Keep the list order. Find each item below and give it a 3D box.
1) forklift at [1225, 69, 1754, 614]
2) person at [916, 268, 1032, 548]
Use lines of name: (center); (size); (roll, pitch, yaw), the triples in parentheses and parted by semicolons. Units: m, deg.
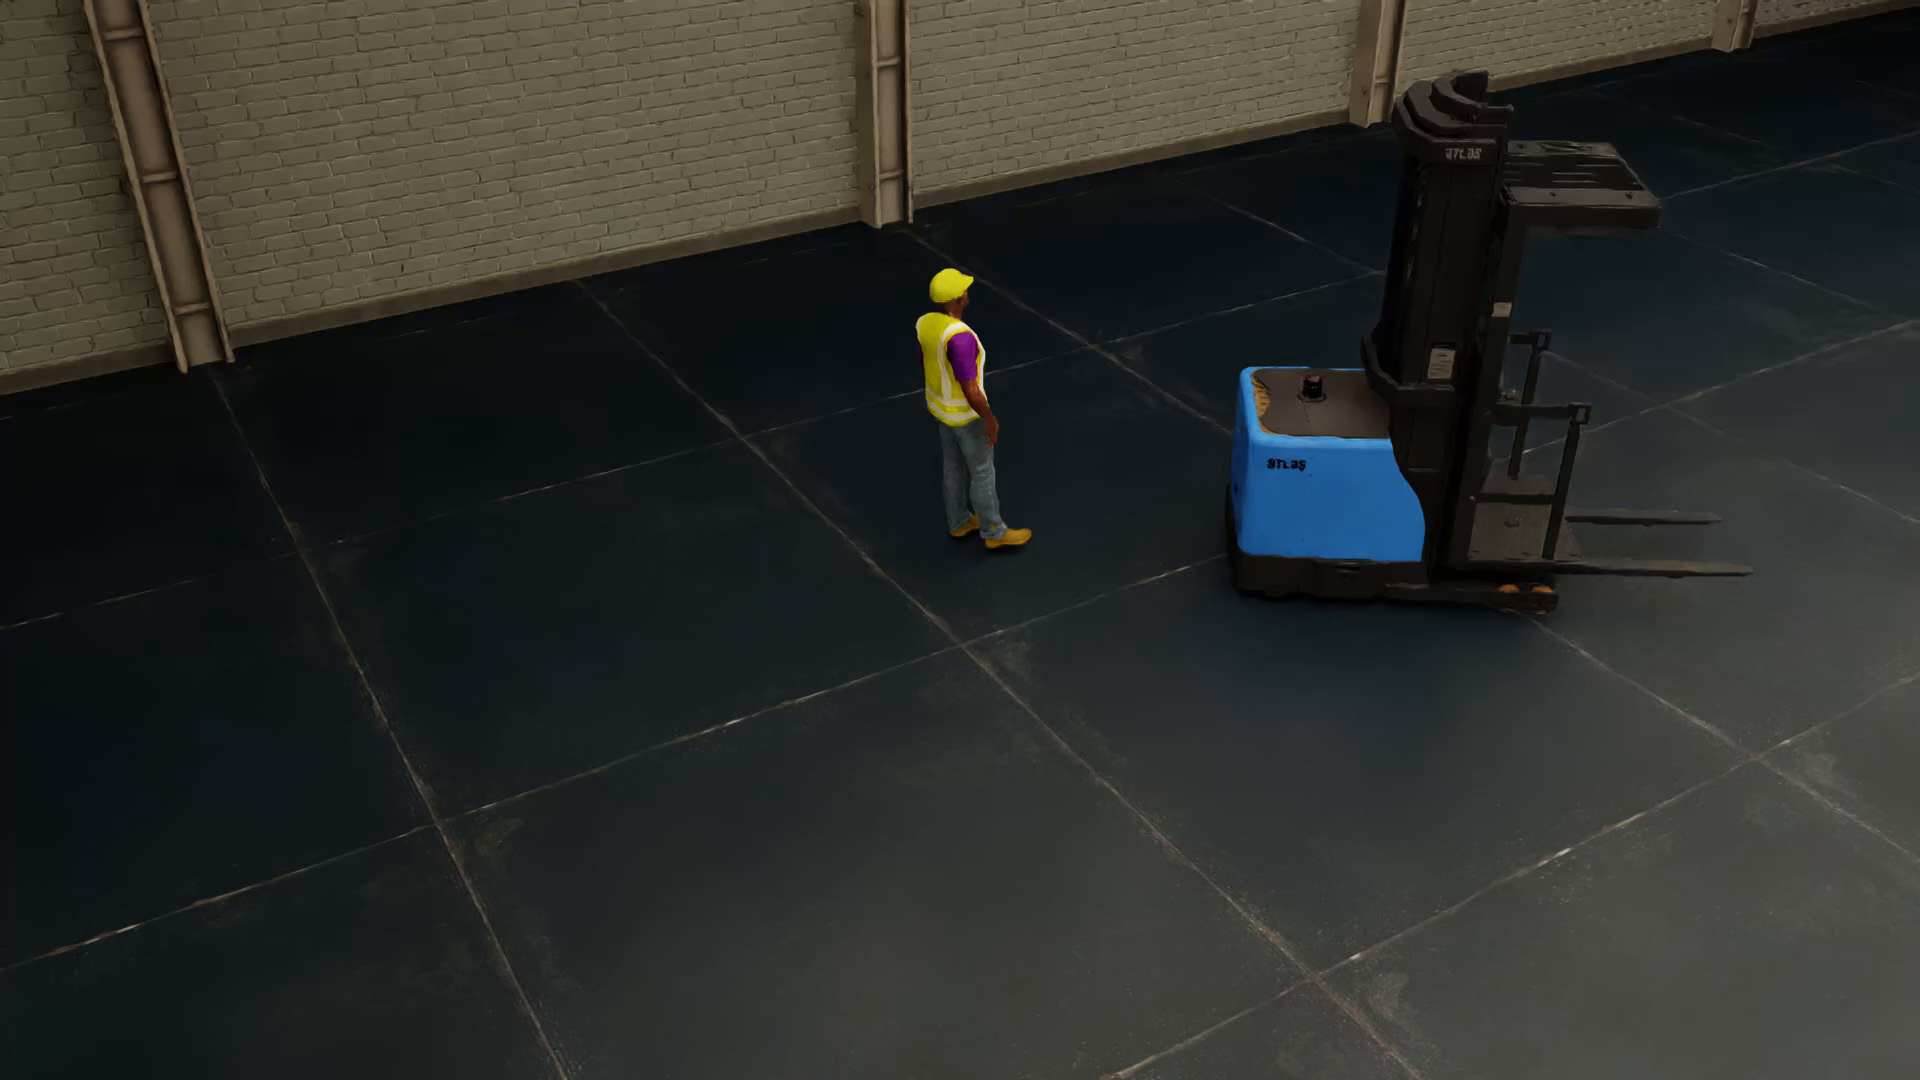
forklift: (3.175, -1.107, 9.496); (3.031, 2.935, 1.130); (2, 31, 4)
person: (0.062, -0.814, 10.049); (0.576, 1.766, 0.665); (-17, 35, -26)
